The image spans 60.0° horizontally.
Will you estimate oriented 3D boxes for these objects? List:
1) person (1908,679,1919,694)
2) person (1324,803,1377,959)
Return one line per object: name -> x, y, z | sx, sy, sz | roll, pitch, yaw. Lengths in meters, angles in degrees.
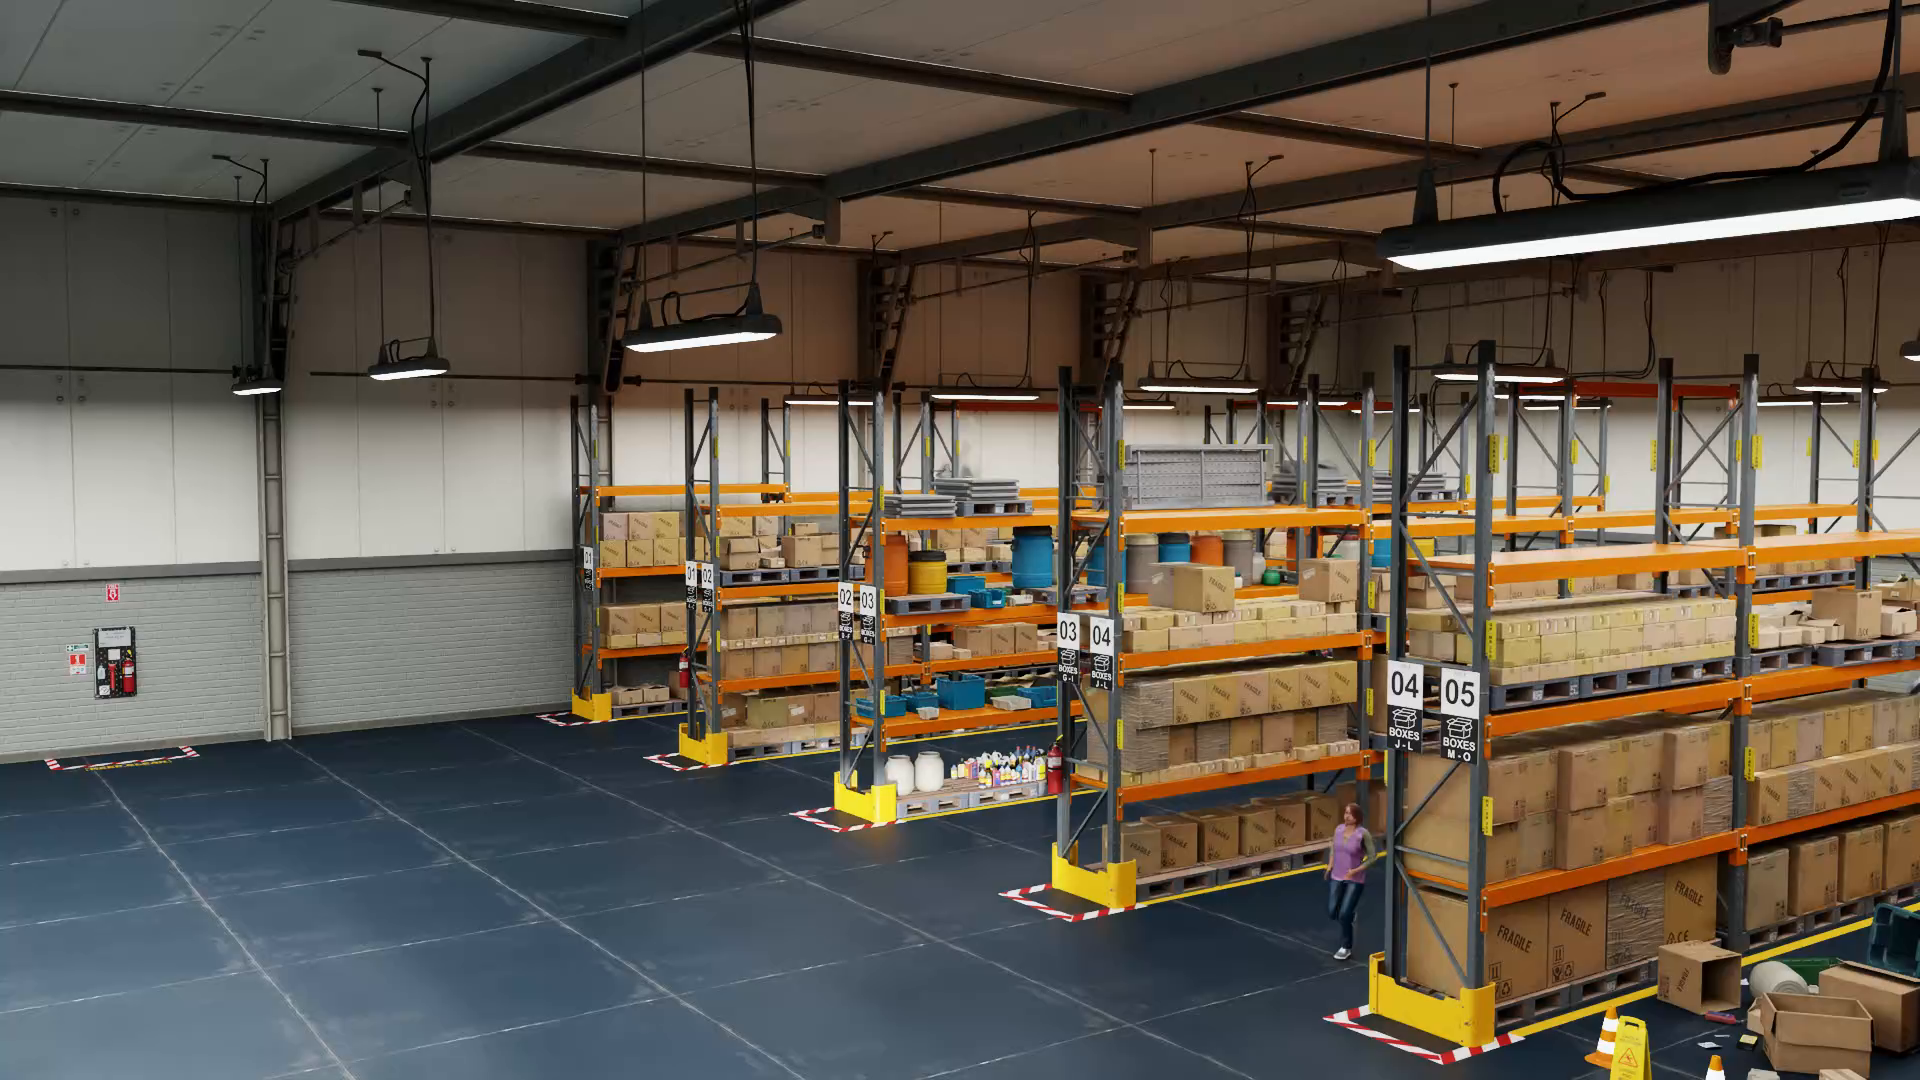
person -> 15.471, 2.781, 26.440 | 0.677, 1.592, 0.515 | 1, 4, 19
person -> 3.901, 3.392, 16.624 | 0.526, 1.536, 0.524 | 3, 4, 40
